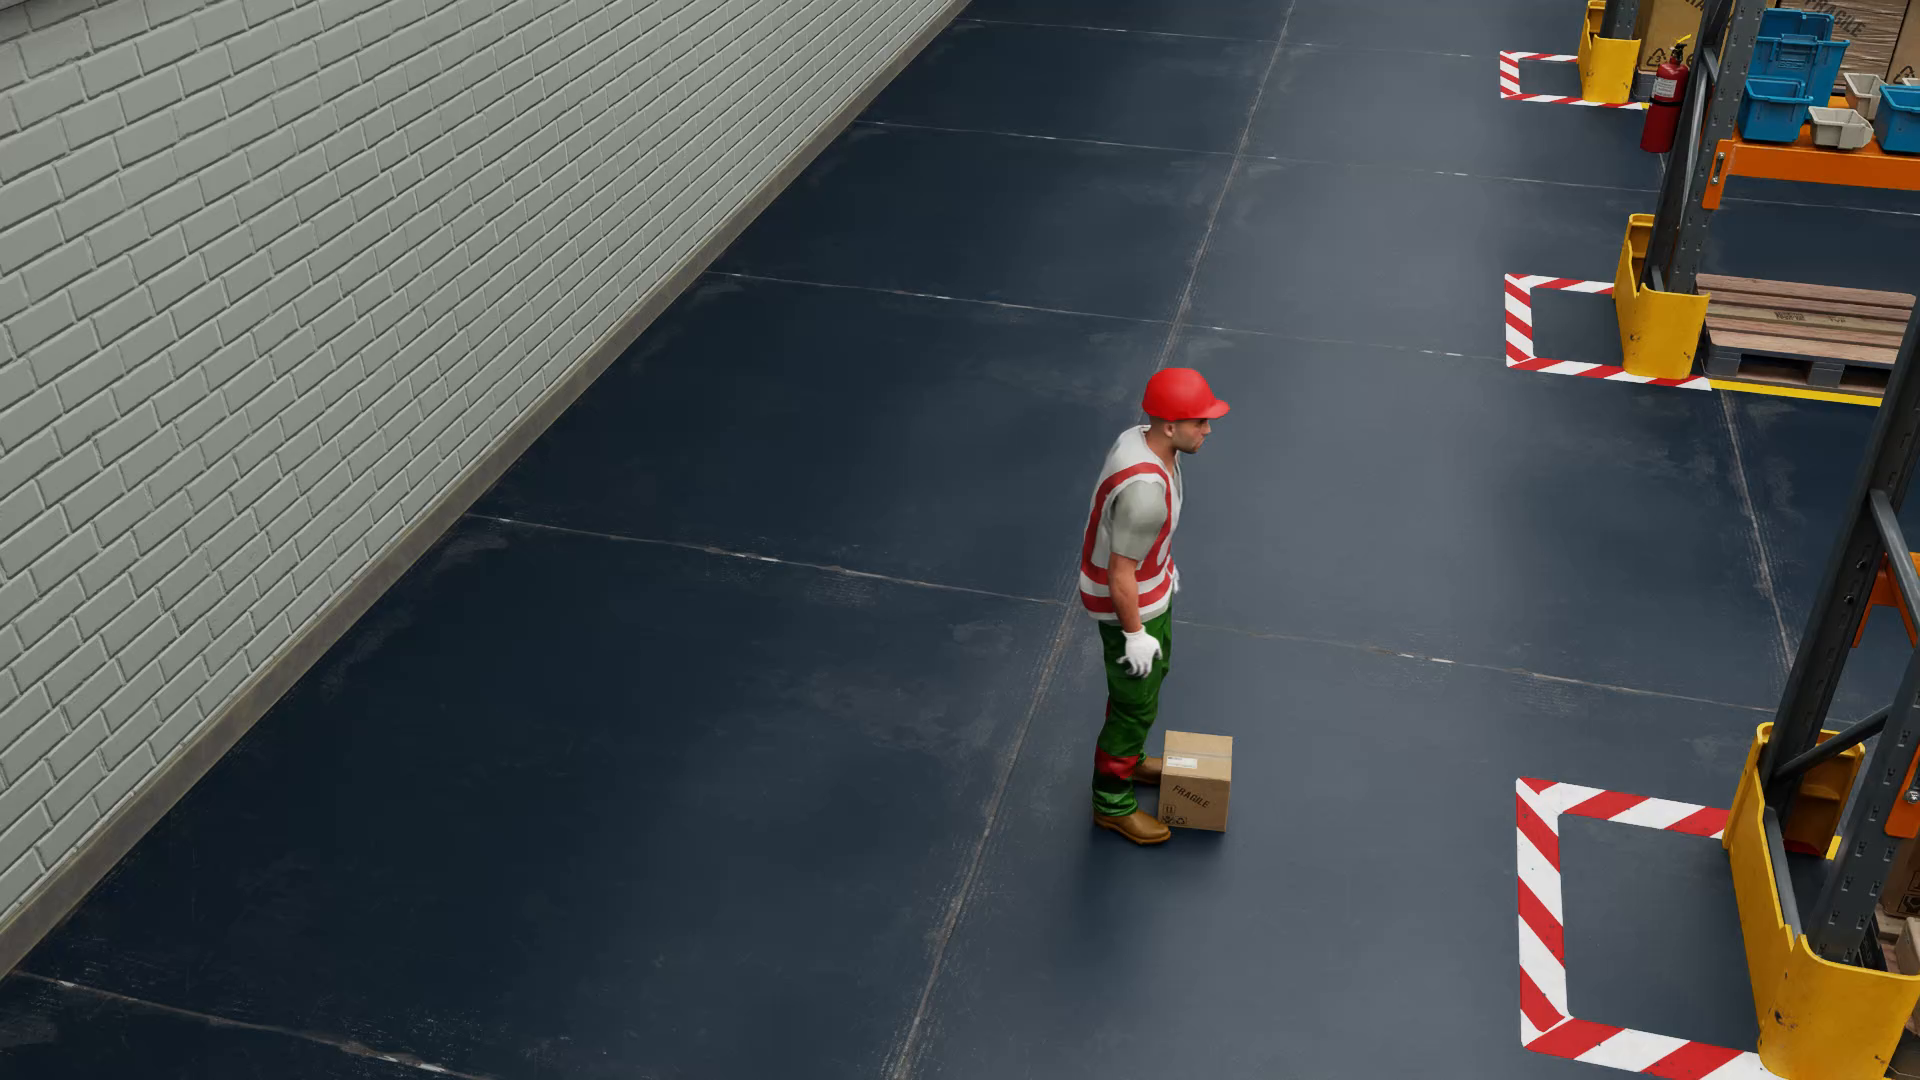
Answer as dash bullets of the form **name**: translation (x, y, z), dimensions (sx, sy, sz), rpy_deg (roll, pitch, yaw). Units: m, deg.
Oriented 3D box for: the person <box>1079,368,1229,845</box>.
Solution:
- **person**: translation (0.642, 0.215, 5.788), dimensions (0.450, 1.778, 0.605), rpy_deg (7, 33, 11)
